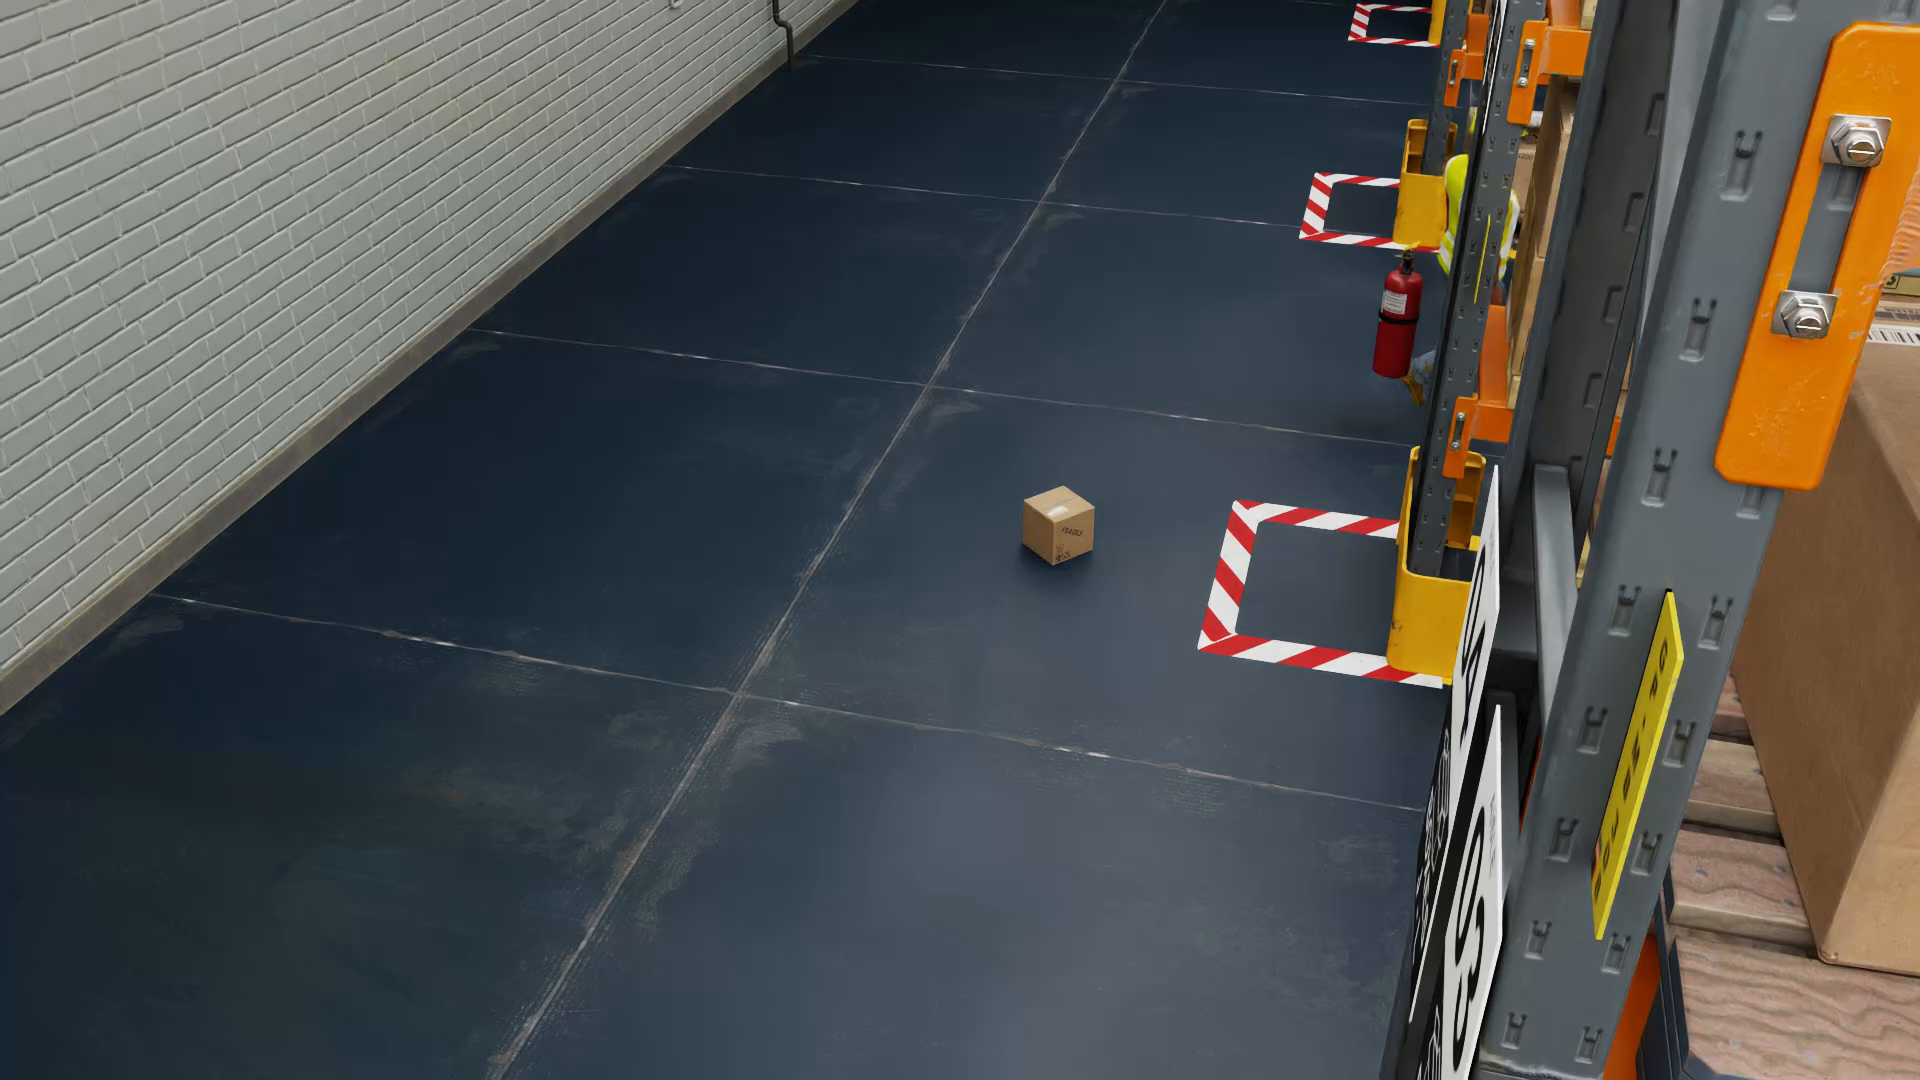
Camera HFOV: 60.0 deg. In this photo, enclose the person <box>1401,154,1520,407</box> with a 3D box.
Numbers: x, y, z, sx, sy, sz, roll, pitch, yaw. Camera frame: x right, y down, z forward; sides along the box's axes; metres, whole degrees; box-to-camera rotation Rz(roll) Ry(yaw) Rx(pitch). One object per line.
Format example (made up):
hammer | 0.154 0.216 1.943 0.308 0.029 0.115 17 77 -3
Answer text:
person | 2.685 -1.425 8.845 0.589 1.717 0.600 -1 33 -1
